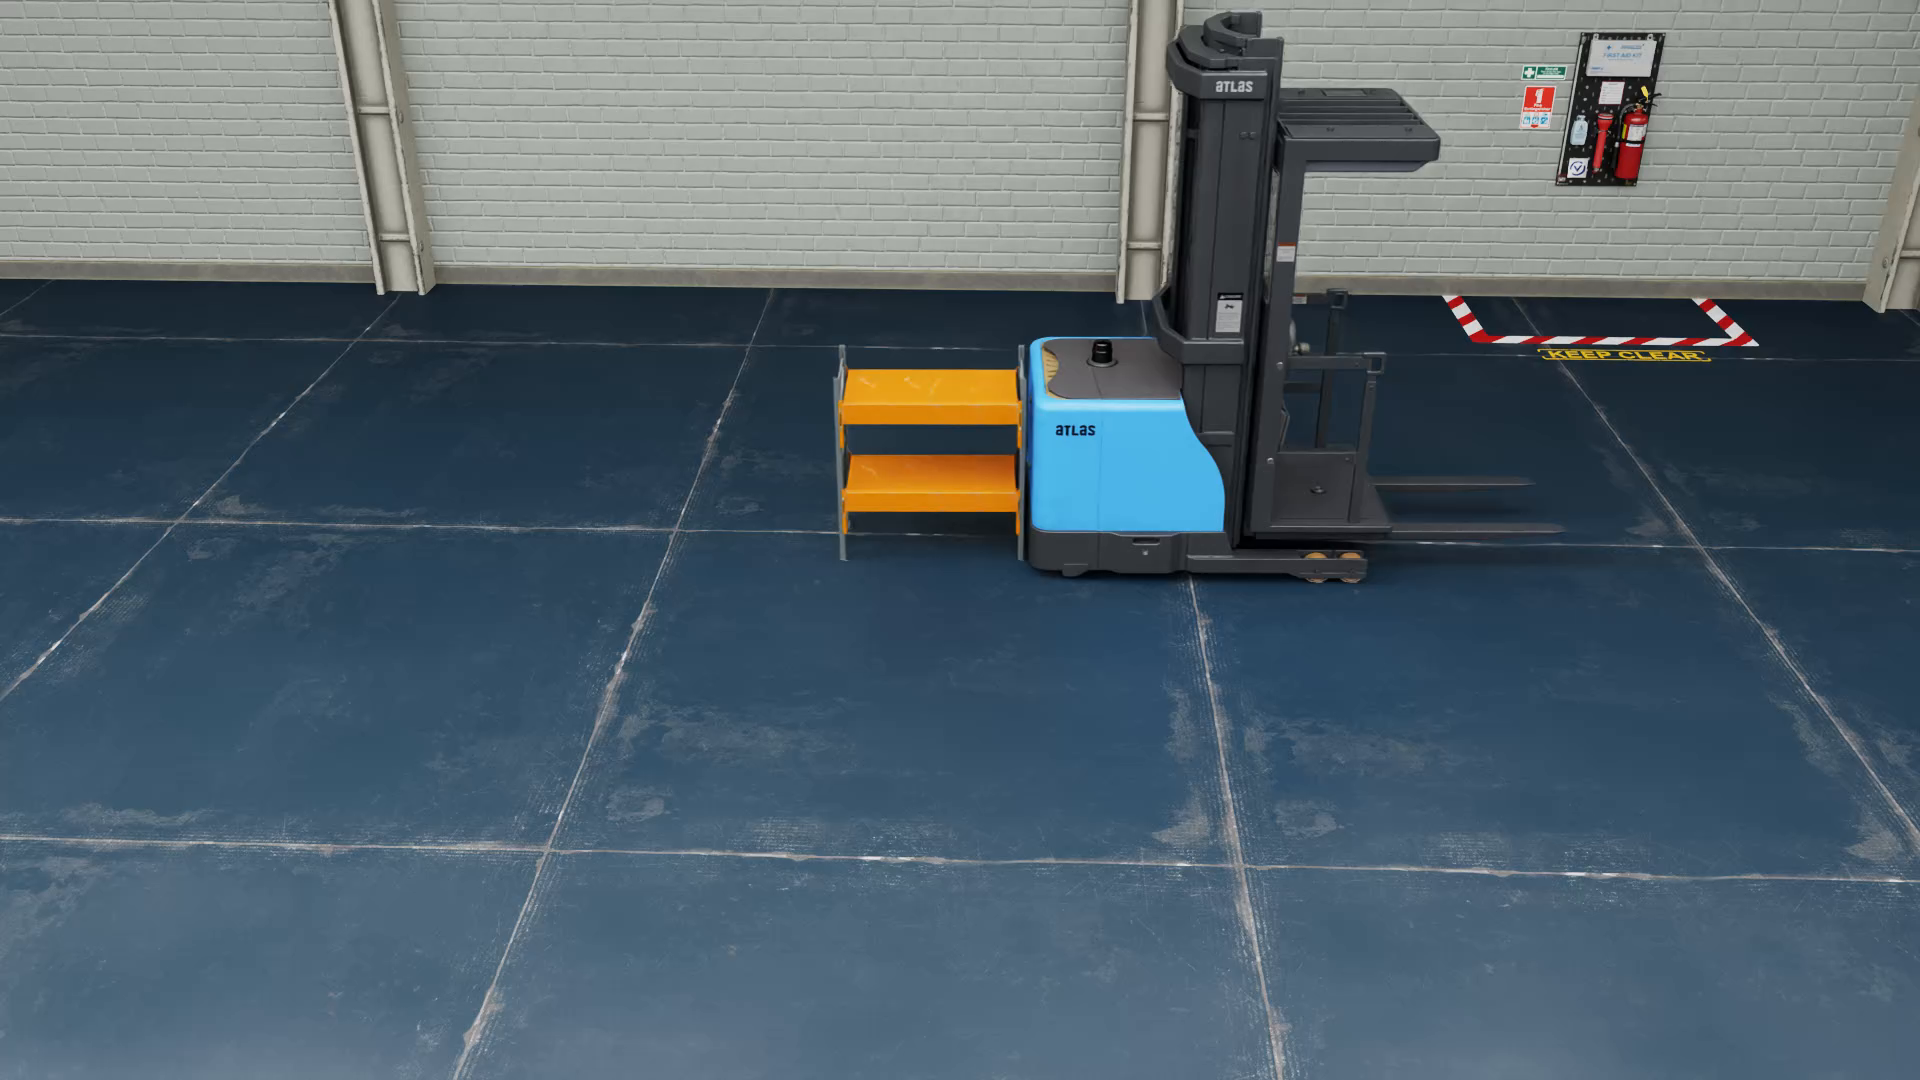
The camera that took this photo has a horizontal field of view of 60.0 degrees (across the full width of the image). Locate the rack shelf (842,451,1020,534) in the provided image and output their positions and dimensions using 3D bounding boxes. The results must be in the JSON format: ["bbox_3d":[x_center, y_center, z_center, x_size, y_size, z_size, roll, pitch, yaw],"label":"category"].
[{"bbox_3d":[-0.161,-0.276,9.593,1.000,0.278,0.538,0,28,0],"label":"rack shelf"}]

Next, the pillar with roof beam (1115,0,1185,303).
[{"bbox_3d":[1.309,-3.928,7.552,0.400,9.000,9.100,1,28,2],"label":"pillar with roof beam"}]

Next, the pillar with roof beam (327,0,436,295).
[{"bbox_3d":[-4.687,-4.027,7.739,0.400,9.000,9.100,1,28,2],"label":"pillar with roof beam"}]

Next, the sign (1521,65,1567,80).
[{"bbox_3d":[4.444,-3.555,12.650,0.331,0.109,0.001,1,28,2],"label":"sign"}]

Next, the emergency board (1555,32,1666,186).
[{"bbox_3d":[4.989,-3.252,12.682,0.643,1.169,0.194,1,28,2],"label":"emergency board"}]

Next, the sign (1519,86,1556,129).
[{"bbox_3d":[4.440,-3.325,12.782,0.234,0.329,0.001,1,28,2],"label":"sign"}]

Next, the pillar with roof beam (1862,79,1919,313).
[{"bbox_3d":[7.305,-3.829,7.365,0.400,9.000,9.100,1,28,2],"label":"pillar with roof beam"}]

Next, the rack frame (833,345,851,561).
[{"bbox_3d":[-0.669,-0.494,9.480,0.032,1.125,0.500,0,28,0],"label":"rack frame"}]

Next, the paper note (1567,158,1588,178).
[{"bbox_3d":[4.814,-2.898,12.955,0.142,0.148,0.016,1,28,2],"label":"paper note"}]

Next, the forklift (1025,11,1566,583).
[{"bbox_3d":[1.905,-1.306,9.084,3.031,2.935,1.130,0,28,0],"label":"forklift"}]

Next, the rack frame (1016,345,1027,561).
[{"bbox_3d":[0.347,-0.491,9.476,0.032,1.125,0.500,0,28,0],"label":"rack frame"}]

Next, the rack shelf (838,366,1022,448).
[{"bbox_3d":[-0.161,-0.751,9.341,1.000,0.278,0.538,0,28,0],"label":"rack shelf"}]

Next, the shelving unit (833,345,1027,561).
[{"bbox_3d":[-0.161,-0.492,9.478,1.048,1.125,0.538,0,28,0],"label":"shelving unit"}]
